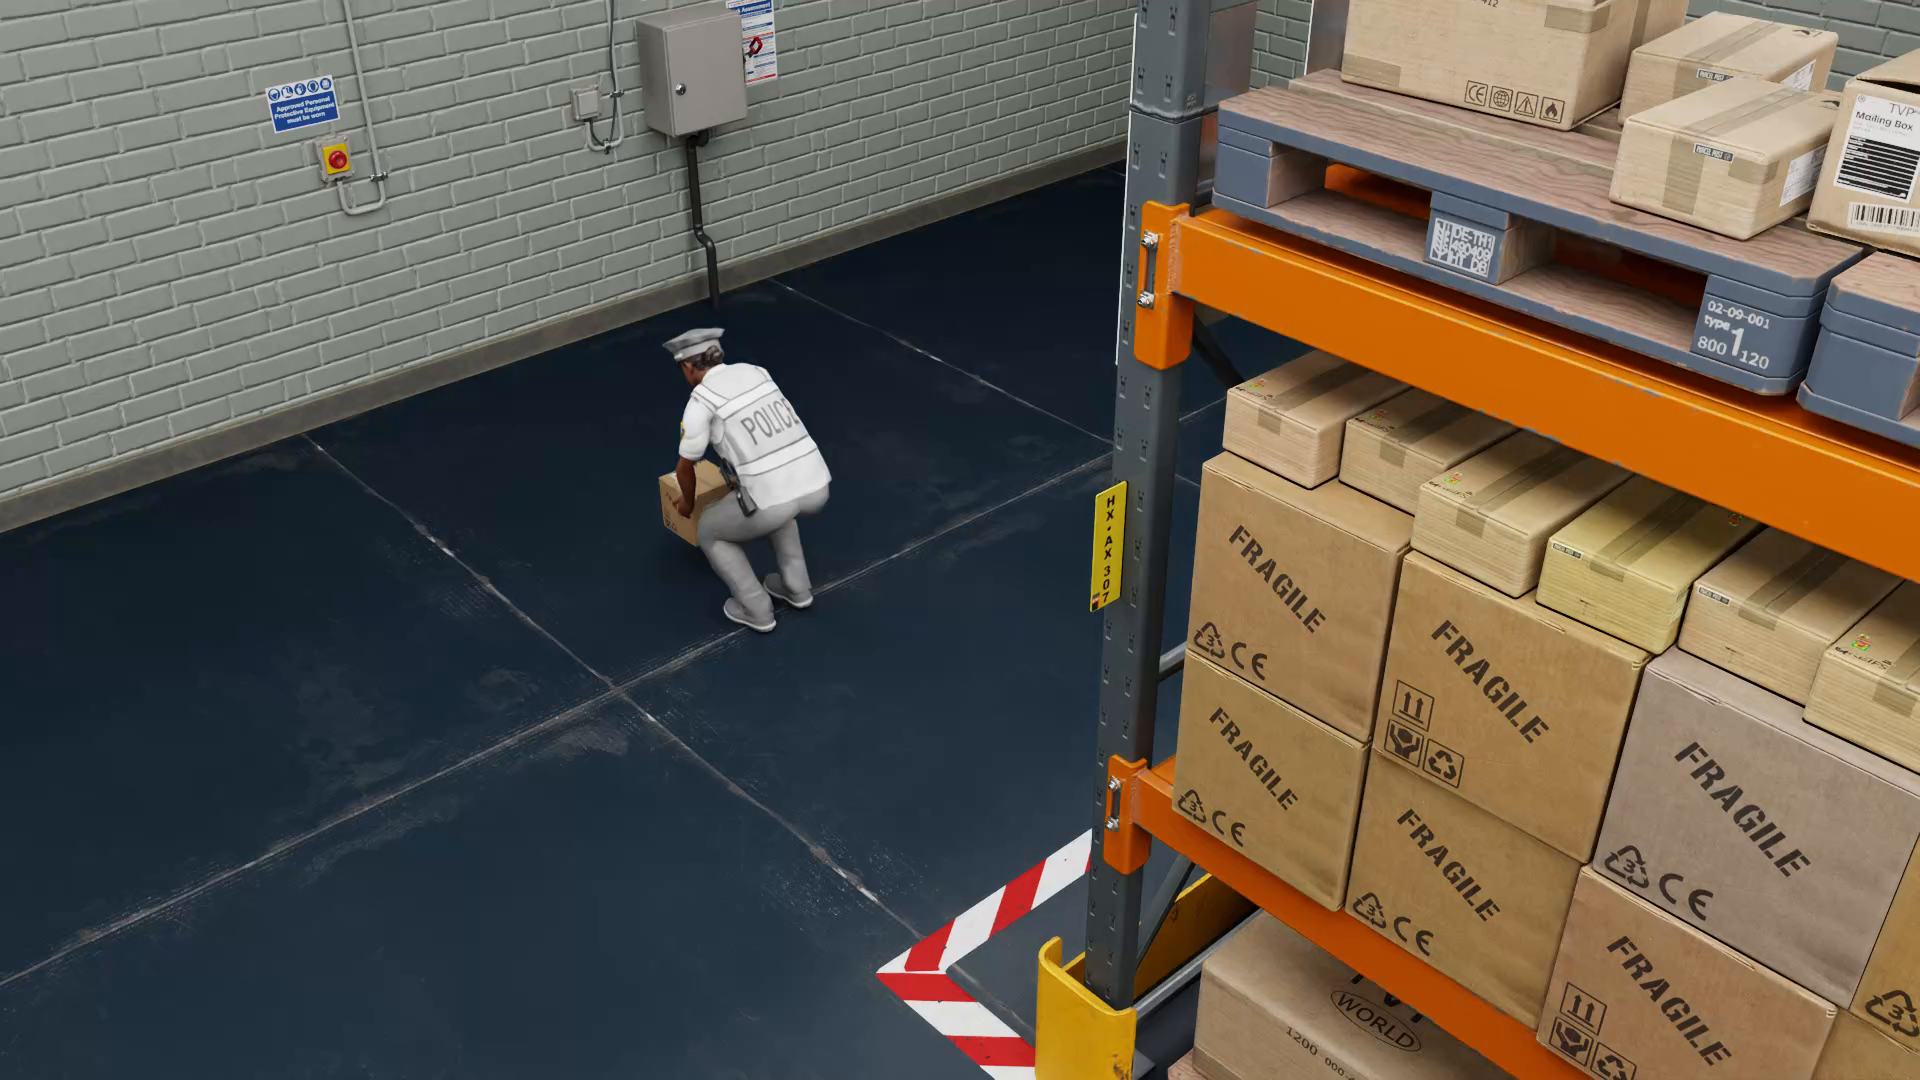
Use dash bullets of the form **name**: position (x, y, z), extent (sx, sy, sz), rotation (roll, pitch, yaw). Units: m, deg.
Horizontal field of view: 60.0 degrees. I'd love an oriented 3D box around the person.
- **person**: position (-0.901, -0.243, 6.924), extent (0.496, 1.249, 0.777), rotation (-26, 40, -35)
